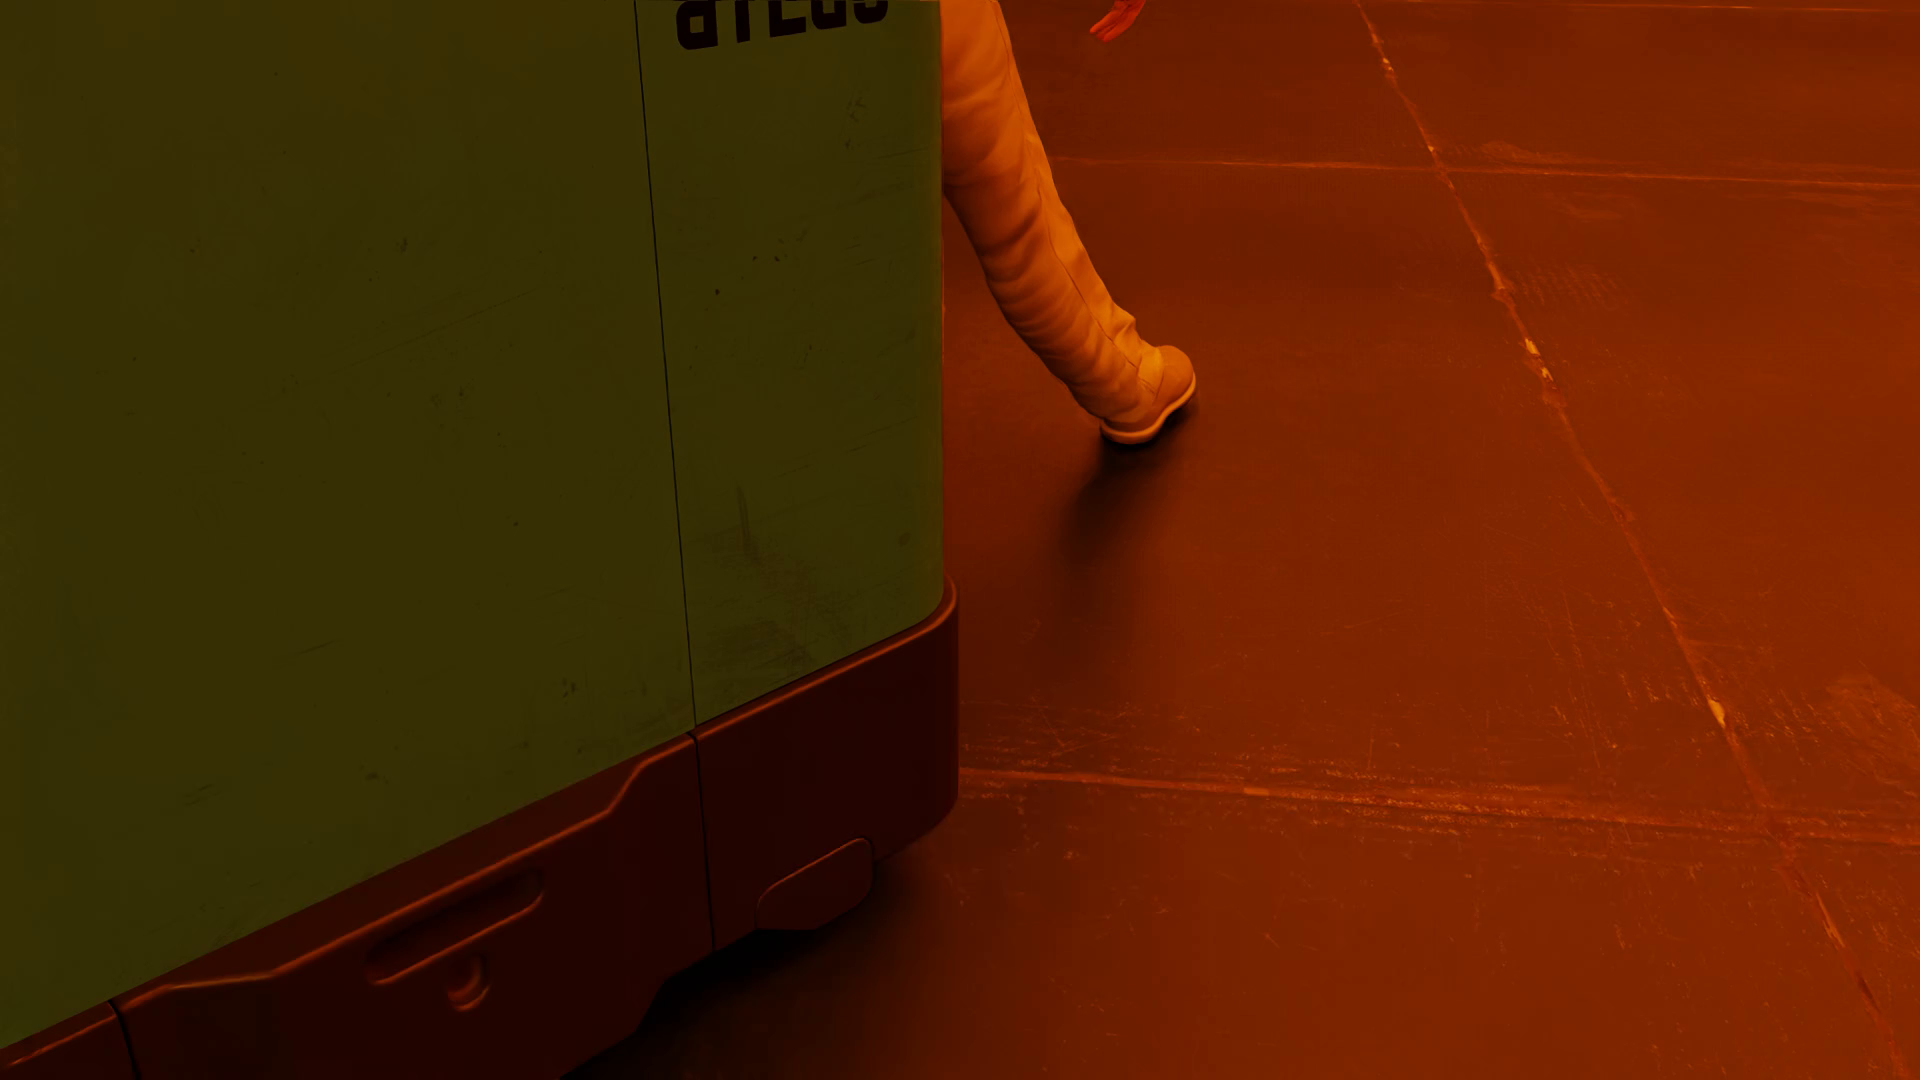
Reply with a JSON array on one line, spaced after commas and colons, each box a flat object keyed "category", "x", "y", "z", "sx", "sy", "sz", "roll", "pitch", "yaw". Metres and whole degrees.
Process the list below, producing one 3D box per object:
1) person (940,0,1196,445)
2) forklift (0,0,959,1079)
[{"category": "person", "x": -0.006, "y": -0.878, "z": 2.495, "sx": 0.709, "sy": 1.552, "sz": 0.685, "roll": 9, "pitch": 28, "yaw": 18}, {"category": "forklift", "x": -1.413, "y": -0.677, "z": 0.573, "sx": 3.031, "sy": 2.935, "sz": 1.130, "roll": -23, "pitch": 35, "yaw": -38}]
